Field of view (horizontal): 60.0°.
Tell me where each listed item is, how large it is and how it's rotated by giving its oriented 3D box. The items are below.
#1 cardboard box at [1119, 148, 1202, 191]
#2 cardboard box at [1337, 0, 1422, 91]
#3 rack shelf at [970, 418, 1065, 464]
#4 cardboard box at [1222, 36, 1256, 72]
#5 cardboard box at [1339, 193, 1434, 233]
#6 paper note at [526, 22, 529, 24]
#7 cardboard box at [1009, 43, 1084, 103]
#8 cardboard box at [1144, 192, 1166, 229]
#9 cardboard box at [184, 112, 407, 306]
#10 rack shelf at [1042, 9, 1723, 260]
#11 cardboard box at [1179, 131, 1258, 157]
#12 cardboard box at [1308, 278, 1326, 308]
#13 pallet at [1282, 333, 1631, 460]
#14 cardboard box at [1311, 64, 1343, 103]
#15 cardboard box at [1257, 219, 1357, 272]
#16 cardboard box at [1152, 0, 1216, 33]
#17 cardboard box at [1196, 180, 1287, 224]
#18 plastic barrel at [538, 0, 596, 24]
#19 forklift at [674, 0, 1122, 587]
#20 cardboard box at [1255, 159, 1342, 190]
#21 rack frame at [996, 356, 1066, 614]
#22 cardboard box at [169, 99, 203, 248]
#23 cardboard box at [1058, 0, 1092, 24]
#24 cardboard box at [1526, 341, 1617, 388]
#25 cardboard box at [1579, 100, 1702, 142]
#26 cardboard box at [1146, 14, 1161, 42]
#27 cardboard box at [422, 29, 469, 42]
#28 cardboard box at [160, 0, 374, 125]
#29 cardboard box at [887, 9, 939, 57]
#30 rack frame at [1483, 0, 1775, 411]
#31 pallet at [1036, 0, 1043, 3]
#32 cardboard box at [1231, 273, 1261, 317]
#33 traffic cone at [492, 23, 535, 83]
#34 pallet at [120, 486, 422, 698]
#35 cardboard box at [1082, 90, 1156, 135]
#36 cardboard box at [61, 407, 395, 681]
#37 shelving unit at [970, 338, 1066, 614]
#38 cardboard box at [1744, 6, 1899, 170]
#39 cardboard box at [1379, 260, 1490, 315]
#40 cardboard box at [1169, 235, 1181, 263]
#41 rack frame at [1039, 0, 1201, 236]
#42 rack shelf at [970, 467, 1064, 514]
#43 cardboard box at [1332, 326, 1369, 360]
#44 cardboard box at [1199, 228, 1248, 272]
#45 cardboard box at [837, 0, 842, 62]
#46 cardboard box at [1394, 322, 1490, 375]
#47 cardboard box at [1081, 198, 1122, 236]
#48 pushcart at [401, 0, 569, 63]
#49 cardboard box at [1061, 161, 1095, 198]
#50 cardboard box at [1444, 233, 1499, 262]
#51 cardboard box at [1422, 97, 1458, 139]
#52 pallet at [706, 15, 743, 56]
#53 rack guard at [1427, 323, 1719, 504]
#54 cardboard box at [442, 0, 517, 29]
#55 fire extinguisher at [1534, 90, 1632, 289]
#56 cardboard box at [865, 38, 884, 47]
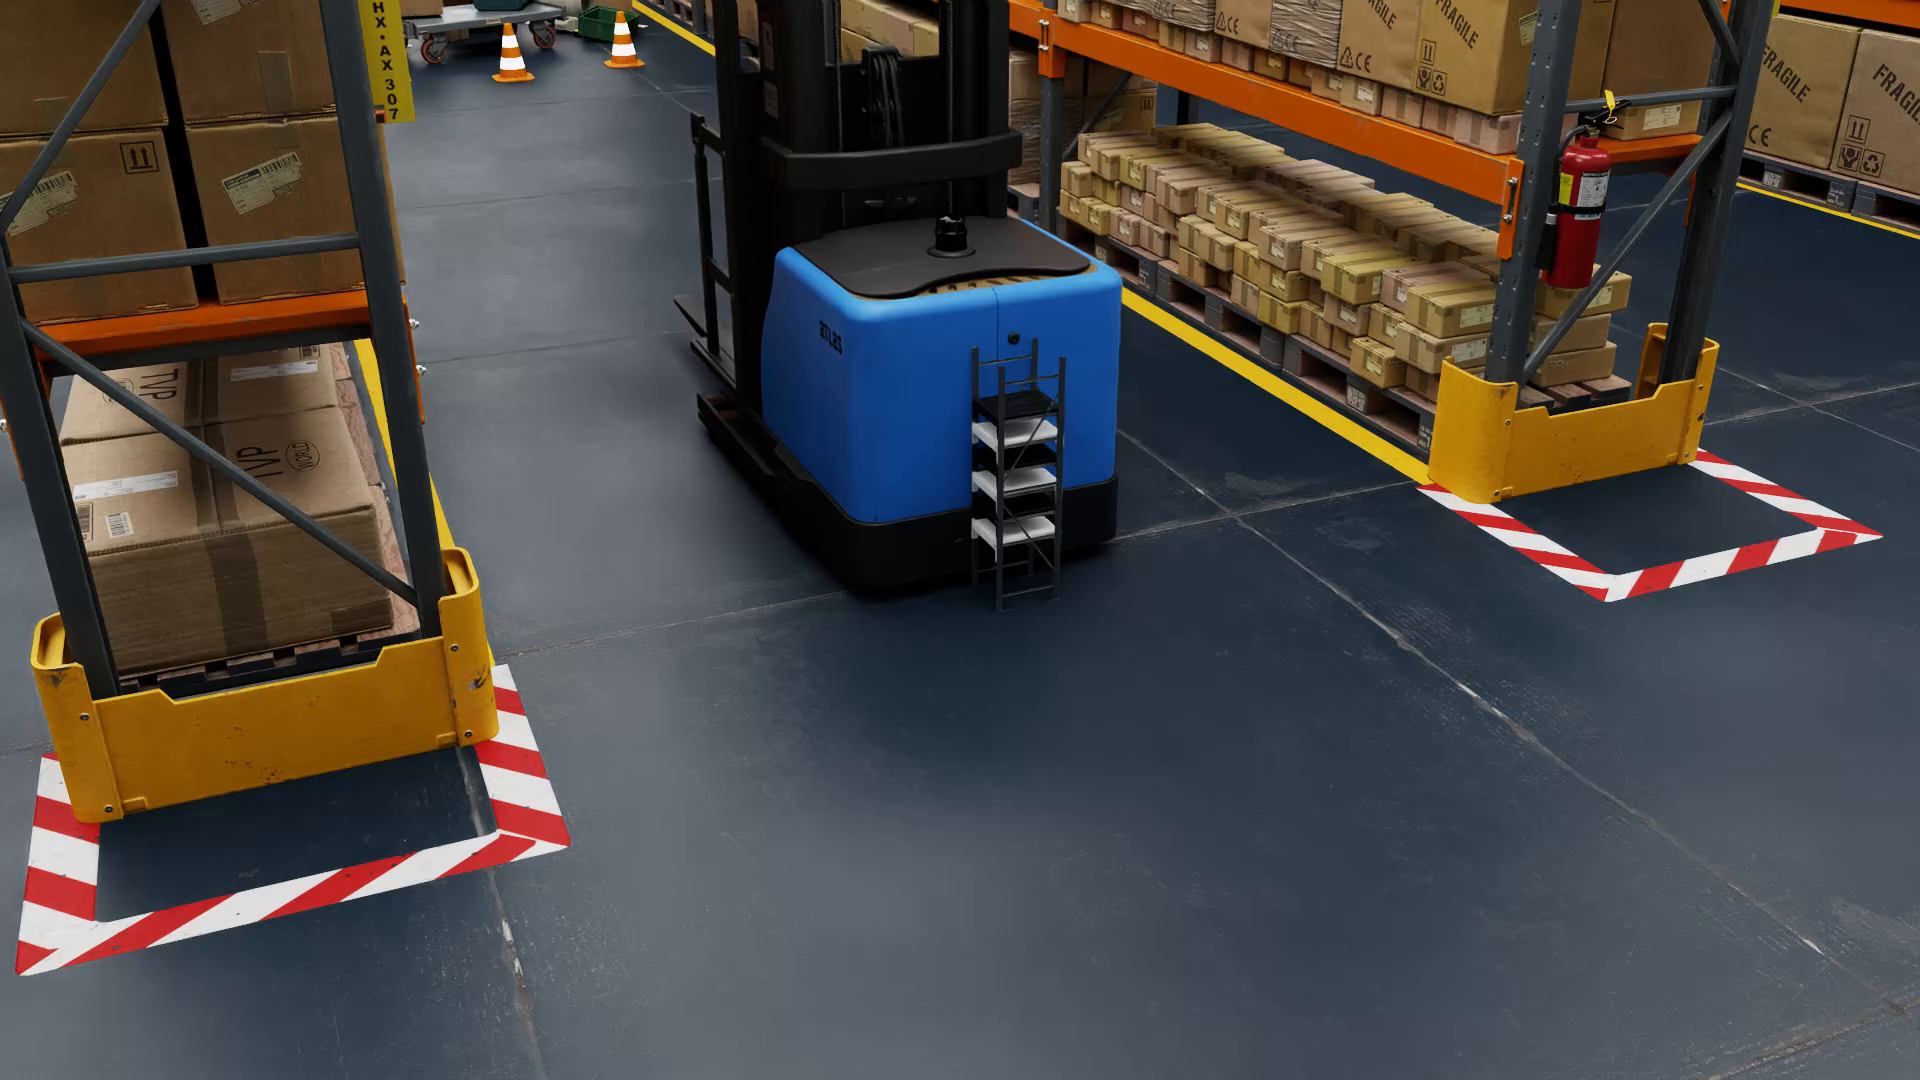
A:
[{"bbox_3d":[1.094,-2.018,9.058,0.380,0.149,0.250,-11,28,-21],"label":"cardboard box"},{"bbox_3d":[1.909,-2.143,6.767,0.500,0.500,0.500,-11,28,-21],"label":"cardboard box"},{"bbox_3d":[0.194,-0.345,5.597,0.258,0.077,0.200,-11,28,-21],"label":"rack shelf"},{"bbox_3d":[1.470,-2.326,7.882,0.380,0.149,0.250,-9,28,-19],"label":"cardboard box"},{"bbox_3d":[2.093,-1.591,8.183,0.380,0.149,0.250,-10,28,-20],"label":"cardboard box"},{"bbox_3d":[-4.396,-5.359,17.200,0.172,0.023,0.155,-1,26,-3],"label":"paper note"},{"bbox_3d":[0.428,-2.893,10.272,0.500,0.250,0.500,-11,28,-22],"label":"cardboard box"},{"bbox_3d":[1.213,-1.785,8.918,0.380,0.149,0.250,-12,29,-23],"label":"cardboard box"},{"bbox_3d":[-1.920,-1.015,4.796,0.500,0.500,0.500,-11,28,-21],"label":"cardboard box"},{"bbox_3d":[1.736,-2.103,7.957,1.077,0.370,4.000,-11,28,-21],"label":"rack shelf"},{"bbox_3d":[1.468,-2.213,9.456,0.380,0.149,0.250,-10,28,-20],"label":"cardboard box"},{"bbox_3d":[1.834,-1.159,7.637,0.380,0.149,0.250,-11,28,-21],"label":"cardboard box"},{"bbox_3d":[2.204,-0.730,7.505,1.003,0.211,1.213,-11,28,-21],"label":"pallet"},{"bbox_3d":[1.759,-2.004,7.223,0.380,0.149,0.250,-12,28,-23],"label":"cardboard box"},{"bbox_3d":[1.615,-1.372,7.734,0.380,0.149,0.250,-10,28,-19],"label":"cardboard box"},{"bbox_3d":[1.279,-2.761,8.032,0.500,0.500,0.500,-11,28,-22],"label":"cardboard box"},{"bbox_3d":[1.425,-1.705,8.415,0.380,0.149,0.250,-12,28,-23],"label":"cardboard box"},{"bbox_3d":[-4.036,-5.500,17.031,0.512,0.421,0.421,8,27,15],"label":"plastic barrel"},{"bbox_3d":[-0.486,-1.773,6.541,1.130,2.935,3.031,-11,28,-21],"label":"forklift"},{"bbox_3d":[1.793,-1.902,8.819,0.380,0.149,0.250,-12,28,-23],"label":"cardboard box"},{"bbox_3d":[0.235,-0.173,5.578,0.240,0.900,0.006,-11,28,-21],"label":"rack frame"},{"bbox_3d":[-2.611,-1.126,5.024,0.500,0.500,0.500,-11,28,-22],"label":"cardboard box"},{"bbox_3d":[0.762,-2.950,9.159,0.380,0.149,0.250,-10,28,-19],"label":"cardboard box"},{"bbox_3d":[2.608,-0.793,7.225,0.380,0.149,0.250,-10,28,-20],"label":"cardboard box"},{"bbox_3d":[2.694,-1.693,6.584,0.380,0.149,0.250,-11,28,-21],"label":"cardboard box"},{"bbox_3d":[1.186,-2.649,8.543,0.380,0.149,0.250,-12,28,-23],"label":"cardboard box"},{"bbox_3d":[-5.040,-5.041,16.271,0.396,0.266,0.258,13,29,24],"label":"cardboard box"},{"bbox_3d":[-1.922,-1.464,4.576,0.500,0.500,0.500,-11,28,-22],"label":"cardboard box"},{"bbox_3d":[-0.186,-3.524,11.564,0.500,0.250,0.500,-10,28,-20],"label":"cardboard box"},{"bbox_3d":[2.519,-1.618,6.146,1.000,3.000,0.127,-11,28,-21],"label":"rack frame"},{"bbox_3d":[0.787,-3.481,10.178,1.003,0.211,1.213,-11,28,-21],"label":"pallet"},{"bbox_3d":[1.548,-1.214,8.088,0.380,0.149,0.250,-10,28,-20],"label":"cardboard box"},{"bbox_3d":[-3.888,-4.226,14.378,0.336,0.463,0.334,-11,28,-21],"label":"traffic cone"},{"bbox_3d":[-2.381,0.217,5.566,1.003,0.211,1.213,-11,28,-21],"label":"pallet"},{"bbox_3d":[0.907,-2.643,10.614,0.500,0.500,0.500,-9,28,-19],"label":"cardboard box"},{"bbox_3d":[-2.347,-0.014,5.301,0.875,0.438,0.875,-12,28,-22],"label":"cardboard box"},{"bbox_3d":[0.194,-0.214,5.662,0.258,0.900,0.210,-11,28,-21],"label":"shelving unit"},{"bbox_3d":[5.741,-2.998,10.915,0.875,0.875,0.875,-11,28,-21],"label":"cardboard box"},{"bbox_3d":[2.033,-1.075,7.125,0.380,0.149,0.250,-10,28,-20],"label":"cardboard box"},{"bbox_3d":[1.332,-1.543,8.763,0.380,0.149,0.250,-12,28,-23],"label":"cardboard box"},{"bbox_3d":[0.952,-3.233,9.453,1.000,3.000,0.127,-11,28,-21],"label":"rack frame"},{"bbox_3d":[0.194,-0.184,5.676,0.258,0.077,0.200,-11,28,-21],"label":"rack shelf"},{"bbox_3d":[1.903,-0.911,7.467,0.380,0.149,0.250,-11,28,-21],"label":"cardboard box"},{"bbox_3d":[1.413,-1.453,8.239,0.380,0.149,0.250,-10,28,-20],"label":"cardboard box"},{"bbox_3d":[-0.770,-4.287,13.697,1.050,0.750,0.750,-11,28,-21],"label":"cardboard box"},{"bbox_3d":[2.050,-0.824,6.950,0.380,0.149,0.250,-11,28,-22],"label":"cardboard box"},{"bbox_3d":[0.904,-1.831,9.352,0.380,0.149,0.250,-10,28,-19],"label":"cardboard box"},{"bbox_3d":[-4.617,-4.805,15.661,1.648,0.377,0.936,-22,34,-38],"label":"pushcart"},{"bbox_3d":[0.800,-2.073,9.509,0.380,0.149,0.250,-9,28,-18],"label":"cardboard box"},{"bbox_3d":[2.427,-1.278,7.540,0.380,0.149,0.250,-11,28,-21],"label":"cardboard box"},{"bbox_3d":[2.068,-1.695,6.590,0.380,0.149,0.250,-11,28,-21],"label":"cardboard box"},{"bbox_3d":[-1.809,-4.911,16.068,1.003,0.211,1.213,-11,28,-21],"label":"pallet"},{"bbox_3d":[2.489,-0.526,6.757,1.175,0.500,0.348,-11,28,-21],"label":"rack guard"},{"bbox_3d":[-4.871,-5.475,16.736,0.797,0.637,0.503,-11,28,-21],"label":"cardboard box"},{"bbox_3d":[2.193,-1.235,5.874,0.296,0.674,0.183,-11,28,-21],"label":"fire extinguisher"},{"bbox_3d":[-0.372,-3.382,12.128,0.500,0.500,0.500,-10,28,-20],"label":"cardboard box"}]
